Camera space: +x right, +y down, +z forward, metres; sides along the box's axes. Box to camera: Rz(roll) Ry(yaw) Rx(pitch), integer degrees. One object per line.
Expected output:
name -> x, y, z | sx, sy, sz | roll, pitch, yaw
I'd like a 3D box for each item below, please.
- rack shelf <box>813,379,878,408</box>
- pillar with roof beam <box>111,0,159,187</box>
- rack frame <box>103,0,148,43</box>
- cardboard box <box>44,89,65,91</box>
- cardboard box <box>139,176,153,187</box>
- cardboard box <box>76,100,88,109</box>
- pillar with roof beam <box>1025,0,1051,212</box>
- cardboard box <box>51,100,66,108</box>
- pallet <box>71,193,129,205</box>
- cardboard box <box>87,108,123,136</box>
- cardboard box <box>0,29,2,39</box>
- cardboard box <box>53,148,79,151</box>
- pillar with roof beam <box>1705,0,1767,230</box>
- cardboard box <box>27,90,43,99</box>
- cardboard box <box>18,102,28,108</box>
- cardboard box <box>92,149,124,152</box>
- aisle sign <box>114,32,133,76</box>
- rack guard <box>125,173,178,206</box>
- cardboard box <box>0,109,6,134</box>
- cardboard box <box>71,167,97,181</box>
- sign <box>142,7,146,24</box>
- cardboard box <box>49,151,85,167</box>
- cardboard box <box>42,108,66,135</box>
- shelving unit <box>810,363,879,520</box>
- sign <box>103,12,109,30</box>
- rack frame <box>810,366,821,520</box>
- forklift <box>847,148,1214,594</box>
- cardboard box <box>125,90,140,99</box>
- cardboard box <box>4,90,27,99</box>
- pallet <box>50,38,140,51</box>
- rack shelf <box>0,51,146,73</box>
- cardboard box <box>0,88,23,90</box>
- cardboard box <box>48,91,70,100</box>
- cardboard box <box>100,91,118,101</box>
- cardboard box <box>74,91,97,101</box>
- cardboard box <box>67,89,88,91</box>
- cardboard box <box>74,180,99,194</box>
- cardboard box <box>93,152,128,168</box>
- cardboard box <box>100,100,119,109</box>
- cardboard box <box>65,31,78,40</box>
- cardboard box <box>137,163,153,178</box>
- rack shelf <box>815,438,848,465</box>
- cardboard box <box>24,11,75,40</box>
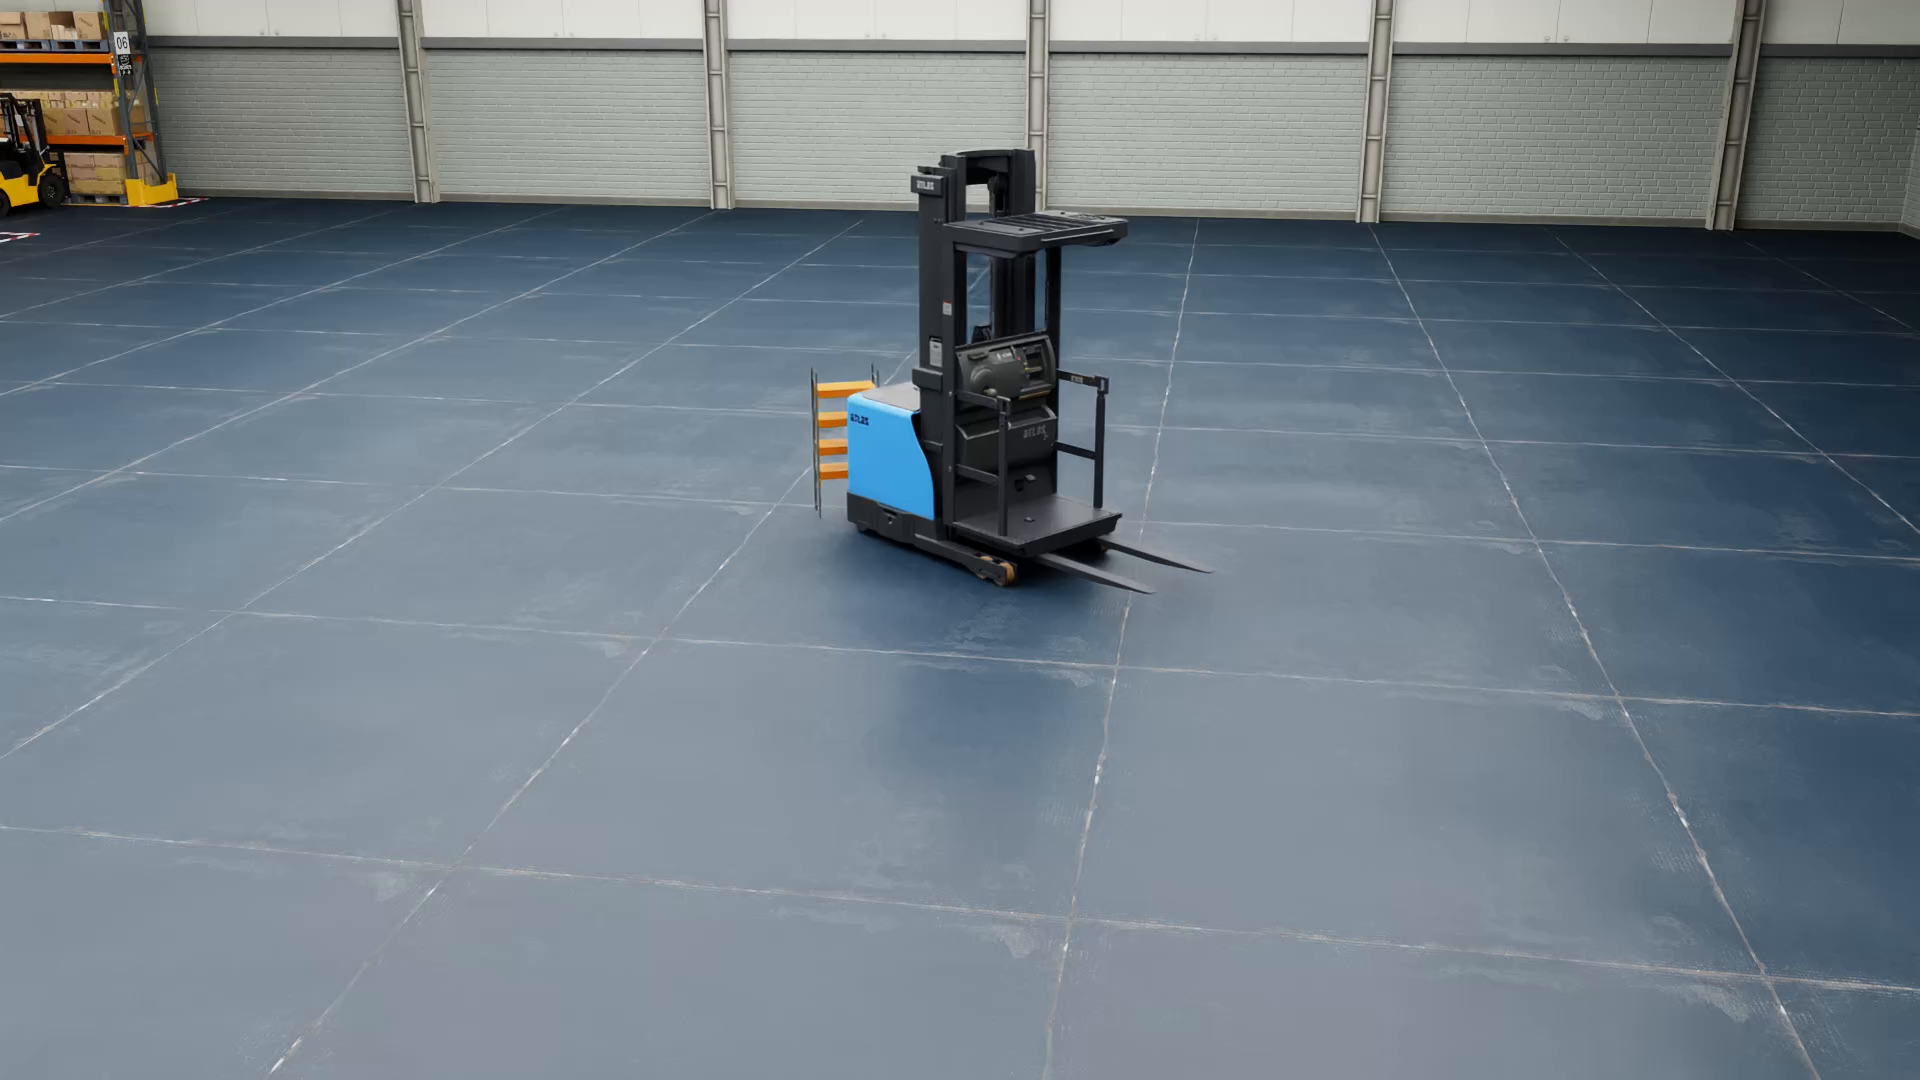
rack shelf -> -0.906, -1.156, 13.119 | 0.480, 0.148, 0.258 | -4, 19, -13
pillar with roof beam -> -17.051, -9.862, 28.088 | 0.400, 9.000, 9.100 | 3, 19, 9
rack frame -> -15.824, -10.893, 31.170 | 0.127, 3.000, 1.000 | 3, 19, 9
cardboard box -> -17.644, -8.715, 32.466 | 0.250, 0.149, 0.380 | 3, 19, 9
cardboard box -> -16.278, -7.030, 32.749 | 0.500, 0.250, 0.500 | 3, 19, 9
cardboard box -> -16.714, -8.369, 31.900 | 0.250, 0.149, 0.380 | 3, 19, 10
pillar with roof beam -> 0.721, -8.956, 25.381 | 0.400, 9.000, 9.100 | 3, 19, 9
cardboard box -> -17.228, -8.384, 31.944 | 0.250, 0.149, 0.380 | 2, 19, 7
pallet -> -16.585, -6.751, 32.641 | 1.213, 0.211, 1.003 | 3, 19, 9
cardboard box -> -16.351, -8.038, 31.935 | 0.500, 0.500, 0.500 | 3, 19, 7
cardboard box -> -18.356, -9.685, 31.679 | 0.258, 0.266, 0.396 | 2, 19, 7
cardboard box -> -17.759, -7.582, 32.823 | 0.500, 0.250, 0.500 | 3, 19, 8
pillar with roof beam -> 12.569, -8.352, 23.576 | 0.400, 9.000, 9.100 | 3, 19, 9
cardboard box -> -17.726, -8.572, 32.038 | 0.250, 0.149, 0.380 | 3, 19, 9
cardboard box -> -17.977, -8.422, 32.060 | 0.250, 0.149, 0.380 | 3, 19, 8
cardboard box -> -16.762, -7.525, 32.655 | 0.500, 0.250, 0.500 | 3, 19, 9
aisle sign -> -15.805, -9.186, 31.425 | 0.004, 0.787, 0.394 | 3, 19, 9
rack guard -> -15.800, -6.862, 32.515 | 0.348, 0.500, 1.175 | 3, 19, 9
cardboard box -> -18.359, -8.147, 32.259 | 0.500, 0.500, 0.500 | 3, 19, 8
cardboard box -> -16.847, -7.136, 32.279 | 0.500, 0.250, 0.500 | 3, 19, 8
sign -> -15.730, -10.097, 32.014 | 0.005, 0.325, 0.100 | 3, 19, 9
cardboard box -> -17.333, -7.389, 32.248 | 0.500, 0.250, 0.500 | 3, 19, 9
cardboard box -> -17.368, -8.093, 32.098 | 0.500, 0.500, 0.500 | 3, 19, 8
shelving unit -> -0.906, -0.783, 13.243 | 0.503, 1.200, 0.258 | -4, 19, -13
sign -> -15.924, -9.684, 31.012 | 0.005, 0.325, 0.100 | 3, 19, 9
rack frame -> -1.143, -0.765, 13.189 | 0.015, 1.200, 0.240 | -4, 19, -13
forklift -> 0.484, -1.248, 11.905 | 1.130, 2.935, 3.031 | -16, 25, -40
cardboard box -> -16.121, -8.628, 32.207 | 0.250, 0.149, 0.380 | 3, 19, 8
cardboard box -> -18.221, -8.597, 32.113 | 0.250, 0.149, 0.380 | 3, 19, 8
pallet -> -16.518, -9.473, 31.791 | 1.213, 0.211, 1.003 | 3, 19, 9
rack shelf -> -17.798, -9.230, 32.061 | 4.000, 0.370, 1.077 | 3, 19, 9
cardboard box -> -18.648, -8.797, 32.710 | 0.250, 0.149, 0.380 | 3, 19, 8
cardboard box -> -17.231, -8.518, 31.877 | 0.250, 0.149, 0.380 | 3, 19, 10
cardboard box -> -16.211, -8.496, 31.813 | 0.250, 0.149, 0.380 | 3, 19, 9
cardboard box -> -16.722, -8.504, 31.835 | 0.250, 0.149, 0.380 | 3, 19, 10
cardboard box -> -17.144, -8.683, 32.372 | 0.250, 0.149, 0.380 | 4, 19, 10
cardboard box -> -16.827, -6.896, 32.351 | 0.500, 0.250, 0.500 | 3, 19, 9
cardboard box -> -16.328, -7.343, 32.111 | 0.500, 0.250, 0.500 | 4, 19, 10
cardboard box -> -16.211, -8.333, 31.793 | 0.250, 0.149, 0.380 | 3, 19, 9
cardboard box -> -16.690, -9.545, 31.444 | 0.250, 0.149, 0.380 | 2, 19, 7
cardboard box -> -16.255, -7.269, 32.678 | 0.500, 0.250, 0.500 | 3, 19, 10
rack shelf -> -0.906, -0.719, 13.264 | 0.480, 0.148, 0.258 | -4, 19, -13
cardboard box -> -17.295, -9.794, 31.634 | 0.500, 0.500, 0.700 | 3, 19, 9
